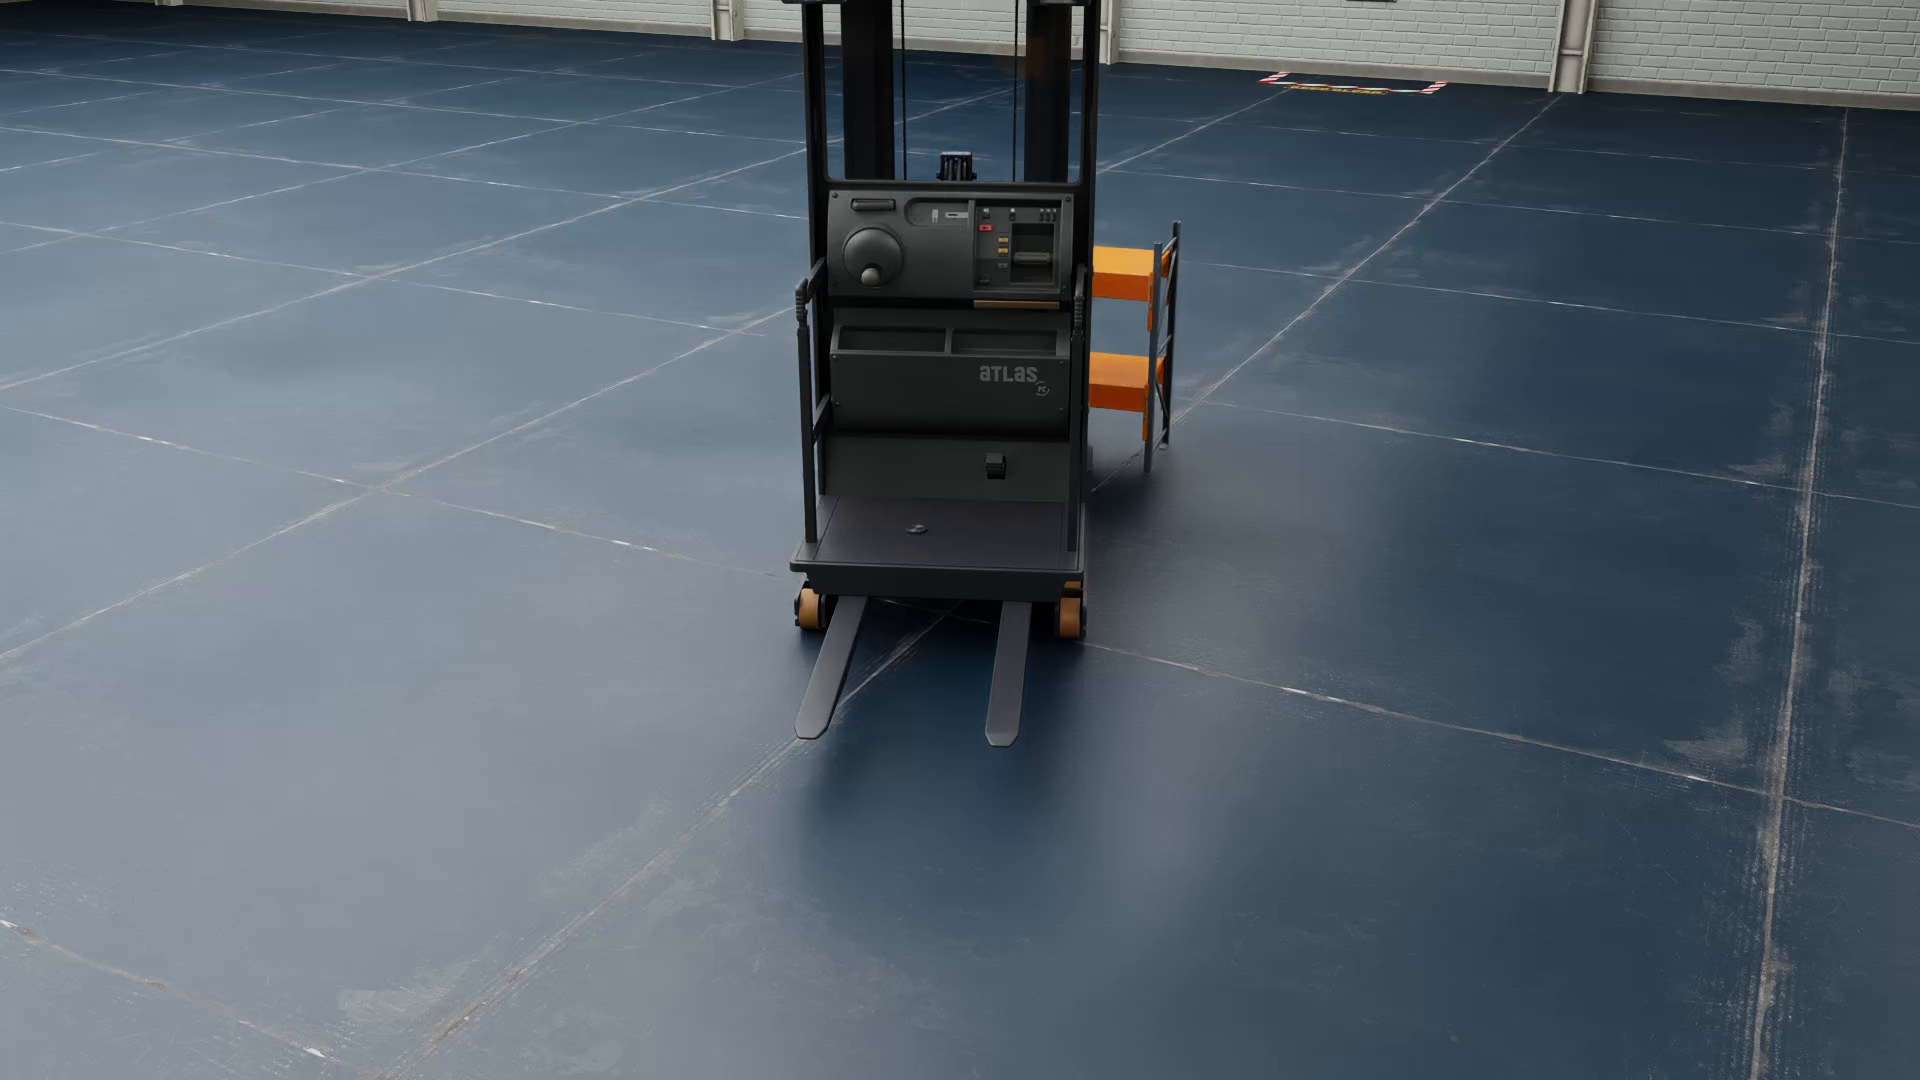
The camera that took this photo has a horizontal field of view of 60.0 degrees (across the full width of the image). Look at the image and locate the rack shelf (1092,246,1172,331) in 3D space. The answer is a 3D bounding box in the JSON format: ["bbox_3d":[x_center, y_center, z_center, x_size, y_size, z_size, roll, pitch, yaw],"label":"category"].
[{"bbox_3d":[0.483,-1.247,7.997,1.000,0.278,0.538,7,24,16],"label":"rack shelf"}]

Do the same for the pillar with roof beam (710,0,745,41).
[{"bbox_3d":[-5.401,-10.118,19.542,0.400,9.000,9.100,11,25,25],"label":"pillar with roof beam"}]

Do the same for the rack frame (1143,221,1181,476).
[{"bbox_3d":[0.969,-0.918,7.972,0.032,1.125,0.500,7,24,16],"label":"rack frame"}]

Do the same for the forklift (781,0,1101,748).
[{"bbox_3d":[-0.052,-1.103,6.099,1.130,2.935,3.031,2,23,4],"label":"forklift"}]

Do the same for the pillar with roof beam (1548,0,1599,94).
[{"bbox_3d":[5.308,-7.999,14.560,0.400,9.000,9.100,11,25,25],"label":"pillar with roof beam"}]

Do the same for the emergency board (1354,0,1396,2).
[{"bbox_3d":[5.063,-7.199,20.345,0.626,1.169,0.157,11,25,25],"label":"emergency board"}]

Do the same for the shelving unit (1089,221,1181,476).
[{"bbox_3d":[0.483,-0.978,8.111,1.048,1.125,0.538,7,24,16],"label":"shelving unit"}]

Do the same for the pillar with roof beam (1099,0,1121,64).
[{"bbox_3d":[-0.047,-9.058,17.051,0.400,9.000,9.100,11,25,25],"label":"pillar with roof beam"}]

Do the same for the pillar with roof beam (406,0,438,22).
[{"bbox_3d":[-10.756,-11.177,22.033,0.400,9.000,9.100,11,25,25],"label":"pillar with roof beam"}]

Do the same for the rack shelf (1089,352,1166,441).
[{"bbox_3d":[0.483,-0.753,8.207,1.000,0.278,0.538,7,24,16],"label":"rack shelf"}]

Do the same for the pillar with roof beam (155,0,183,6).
[{"bbox_3d":[-16.110,-12.236,24.525,0.400,9.000,9.100,11,25,25],"label":"pillar with roof beam"}]
